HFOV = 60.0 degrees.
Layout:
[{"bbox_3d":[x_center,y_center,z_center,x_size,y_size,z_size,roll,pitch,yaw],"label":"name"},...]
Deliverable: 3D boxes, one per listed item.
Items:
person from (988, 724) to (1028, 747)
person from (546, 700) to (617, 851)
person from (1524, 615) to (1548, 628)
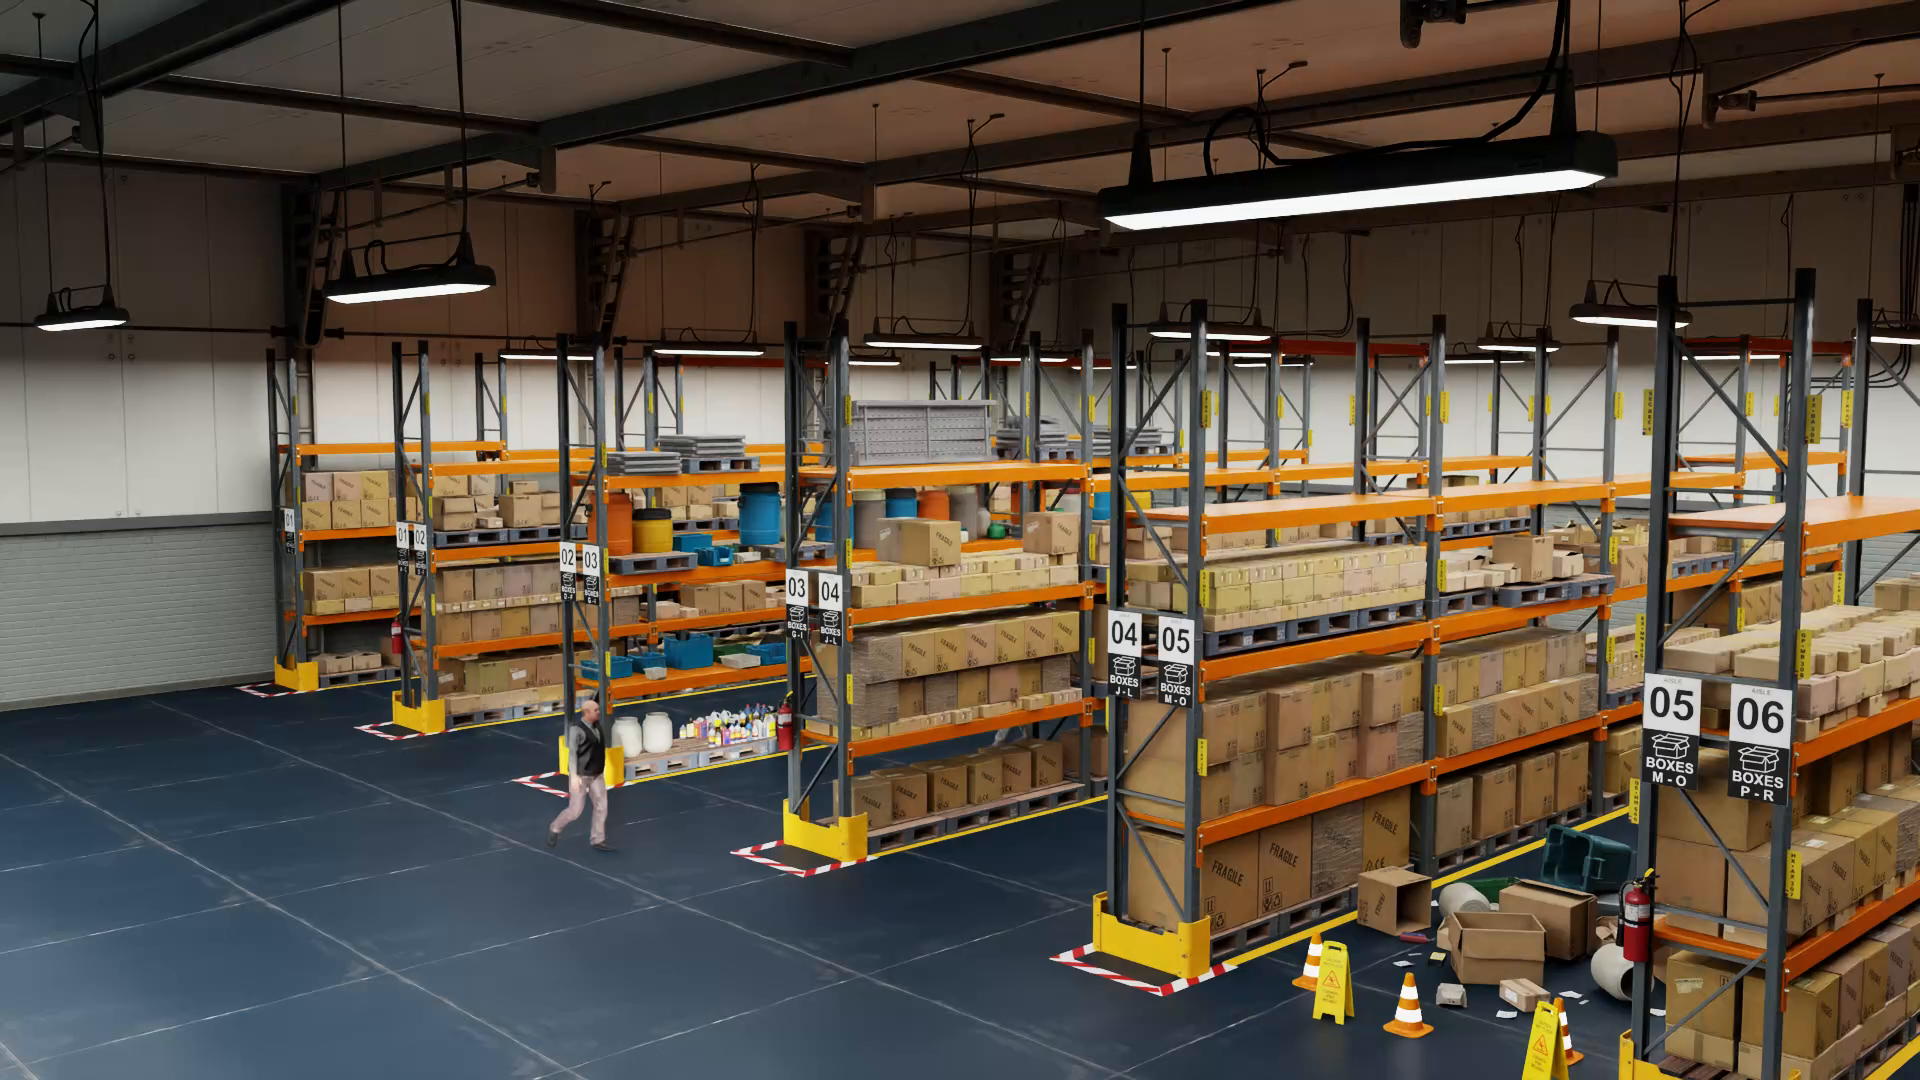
[{"bbox_3d":[0.717,2.168,24.479,0.903,1.739,0.573,-2,5,-23],"label":"person"},{"bbox_3d":[-4.297,2.676,18.942,0.821,1.707,0.583,2,5,22],"label":"person"},{"bbox_3d":[10.897,1.573,31.647,0.546,1.706,0.876,-2,5,-24],"label":"person"}]
